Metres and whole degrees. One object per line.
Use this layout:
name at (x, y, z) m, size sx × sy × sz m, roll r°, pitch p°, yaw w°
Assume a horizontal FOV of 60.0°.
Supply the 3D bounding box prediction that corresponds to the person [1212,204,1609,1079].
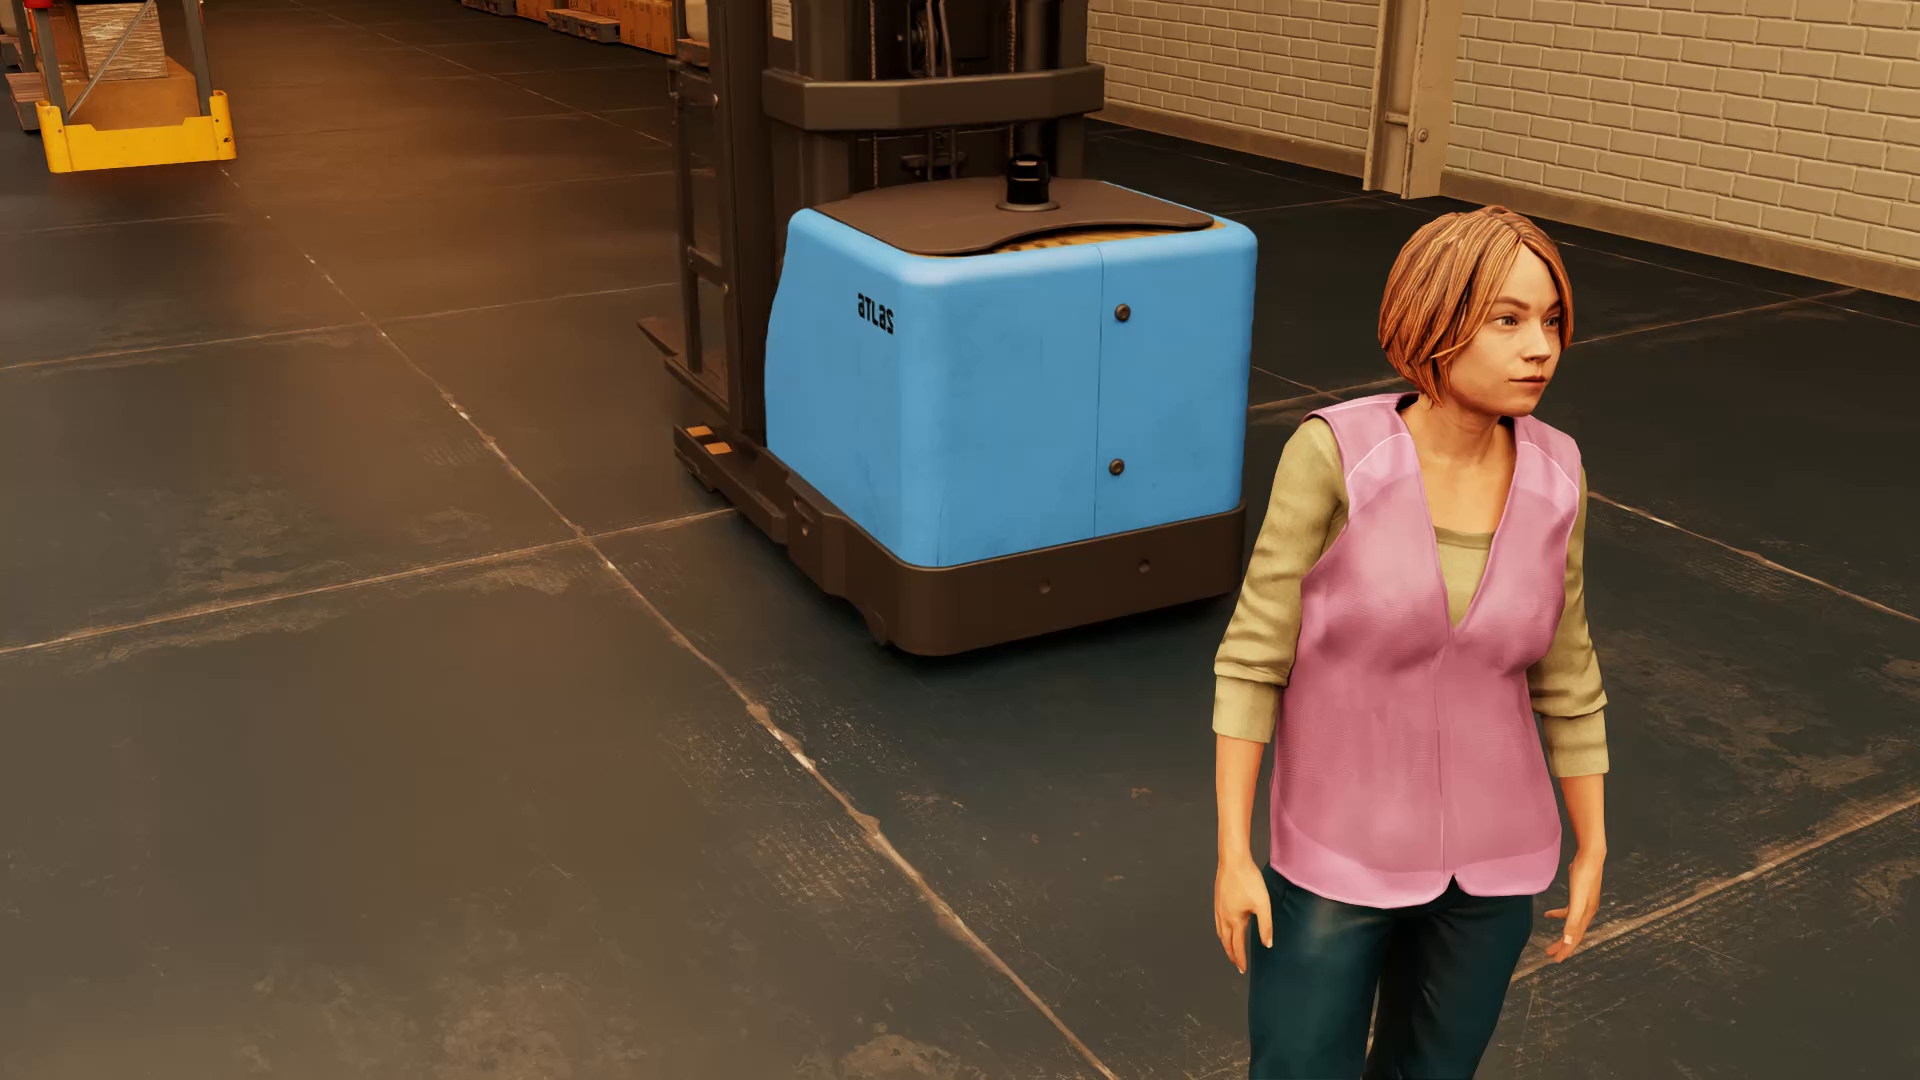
person at (0.542, 0.428, 1.968) m, size 0.520 × 1.596 × 0.475 m, roll -3°, pitch 23°, yaw -8°

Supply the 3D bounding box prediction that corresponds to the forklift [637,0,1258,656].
forklift at (-0.324, -1.582, 5.130) m, size 1.130 × 2.935 × 3.031 m, roll -11°, pitch 25°, yaw -24°
